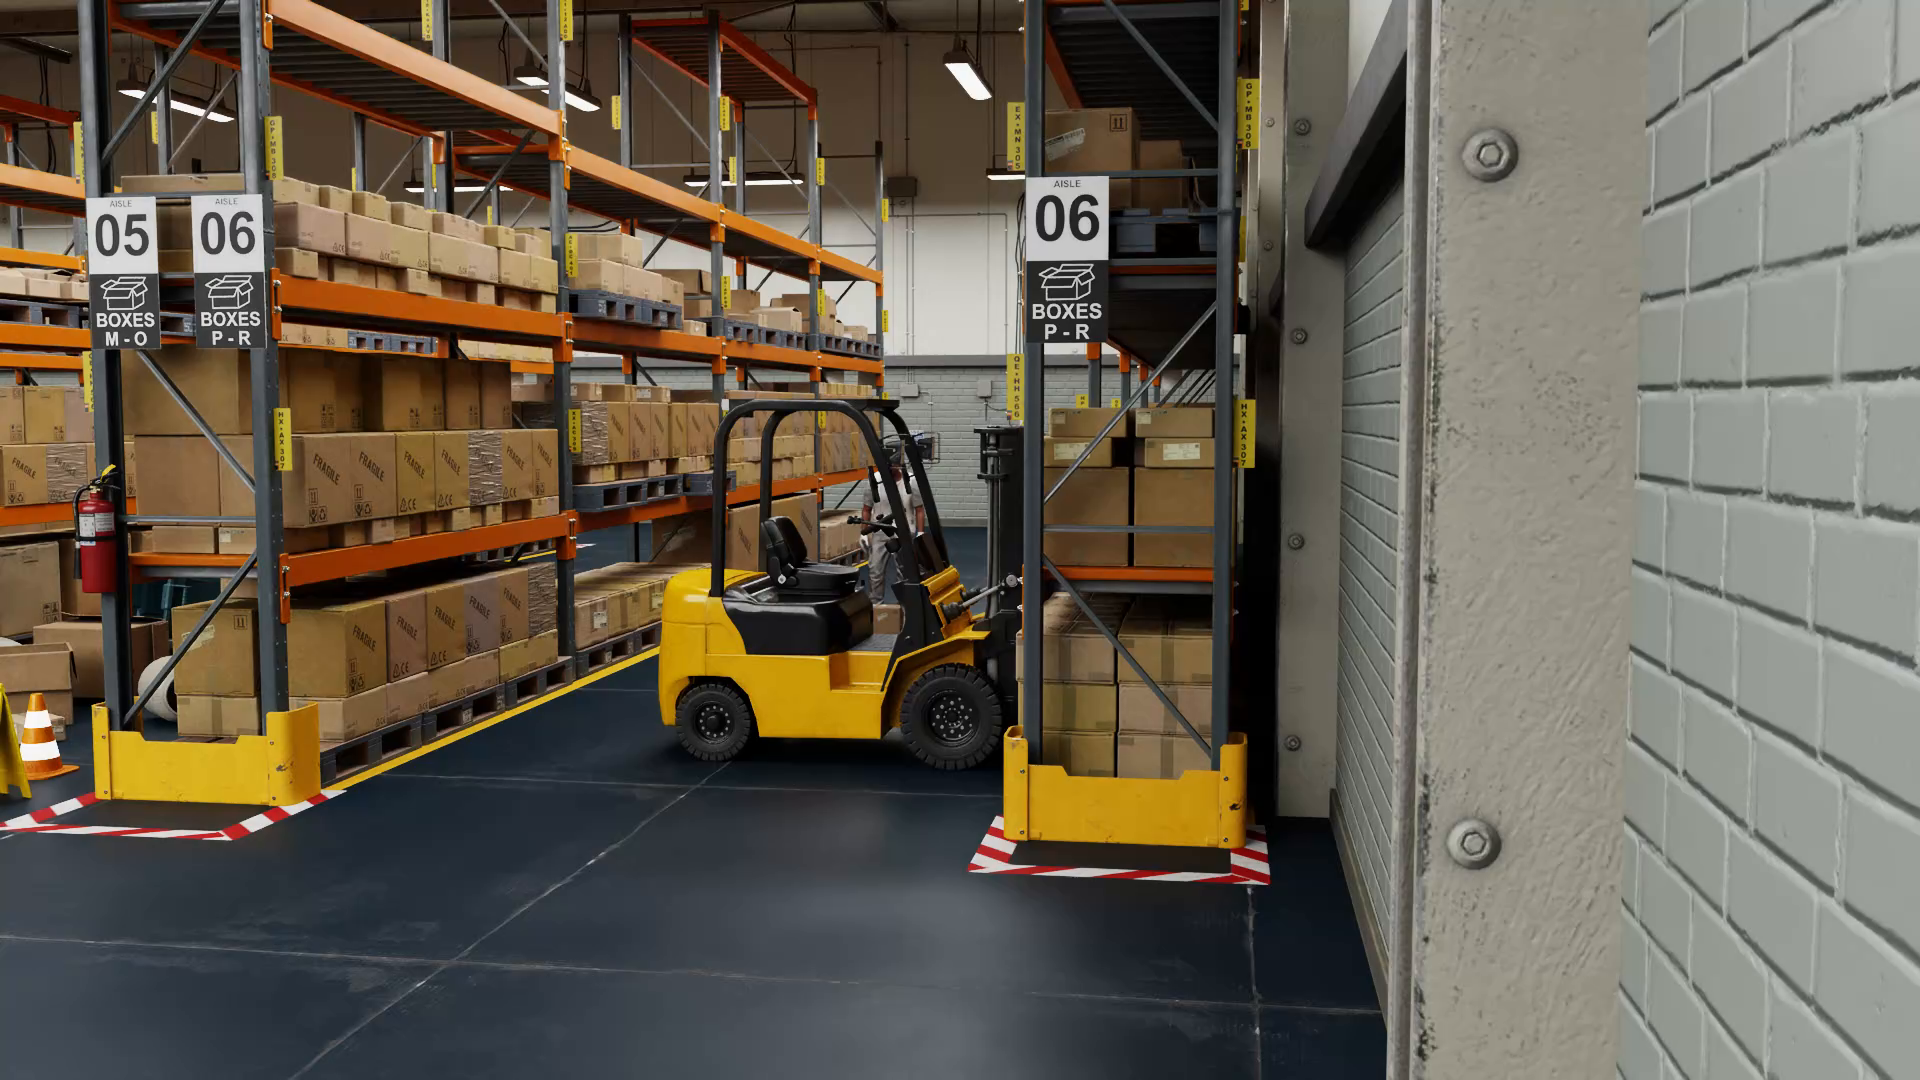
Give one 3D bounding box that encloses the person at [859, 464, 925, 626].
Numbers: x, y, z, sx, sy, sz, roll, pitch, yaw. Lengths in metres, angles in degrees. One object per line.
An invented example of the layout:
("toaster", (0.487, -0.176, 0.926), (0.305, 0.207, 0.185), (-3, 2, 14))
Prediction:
("person", (-0.649, -0.027, 15.859), (0.629, 1.774, 0.453), (1, 4, 7))
